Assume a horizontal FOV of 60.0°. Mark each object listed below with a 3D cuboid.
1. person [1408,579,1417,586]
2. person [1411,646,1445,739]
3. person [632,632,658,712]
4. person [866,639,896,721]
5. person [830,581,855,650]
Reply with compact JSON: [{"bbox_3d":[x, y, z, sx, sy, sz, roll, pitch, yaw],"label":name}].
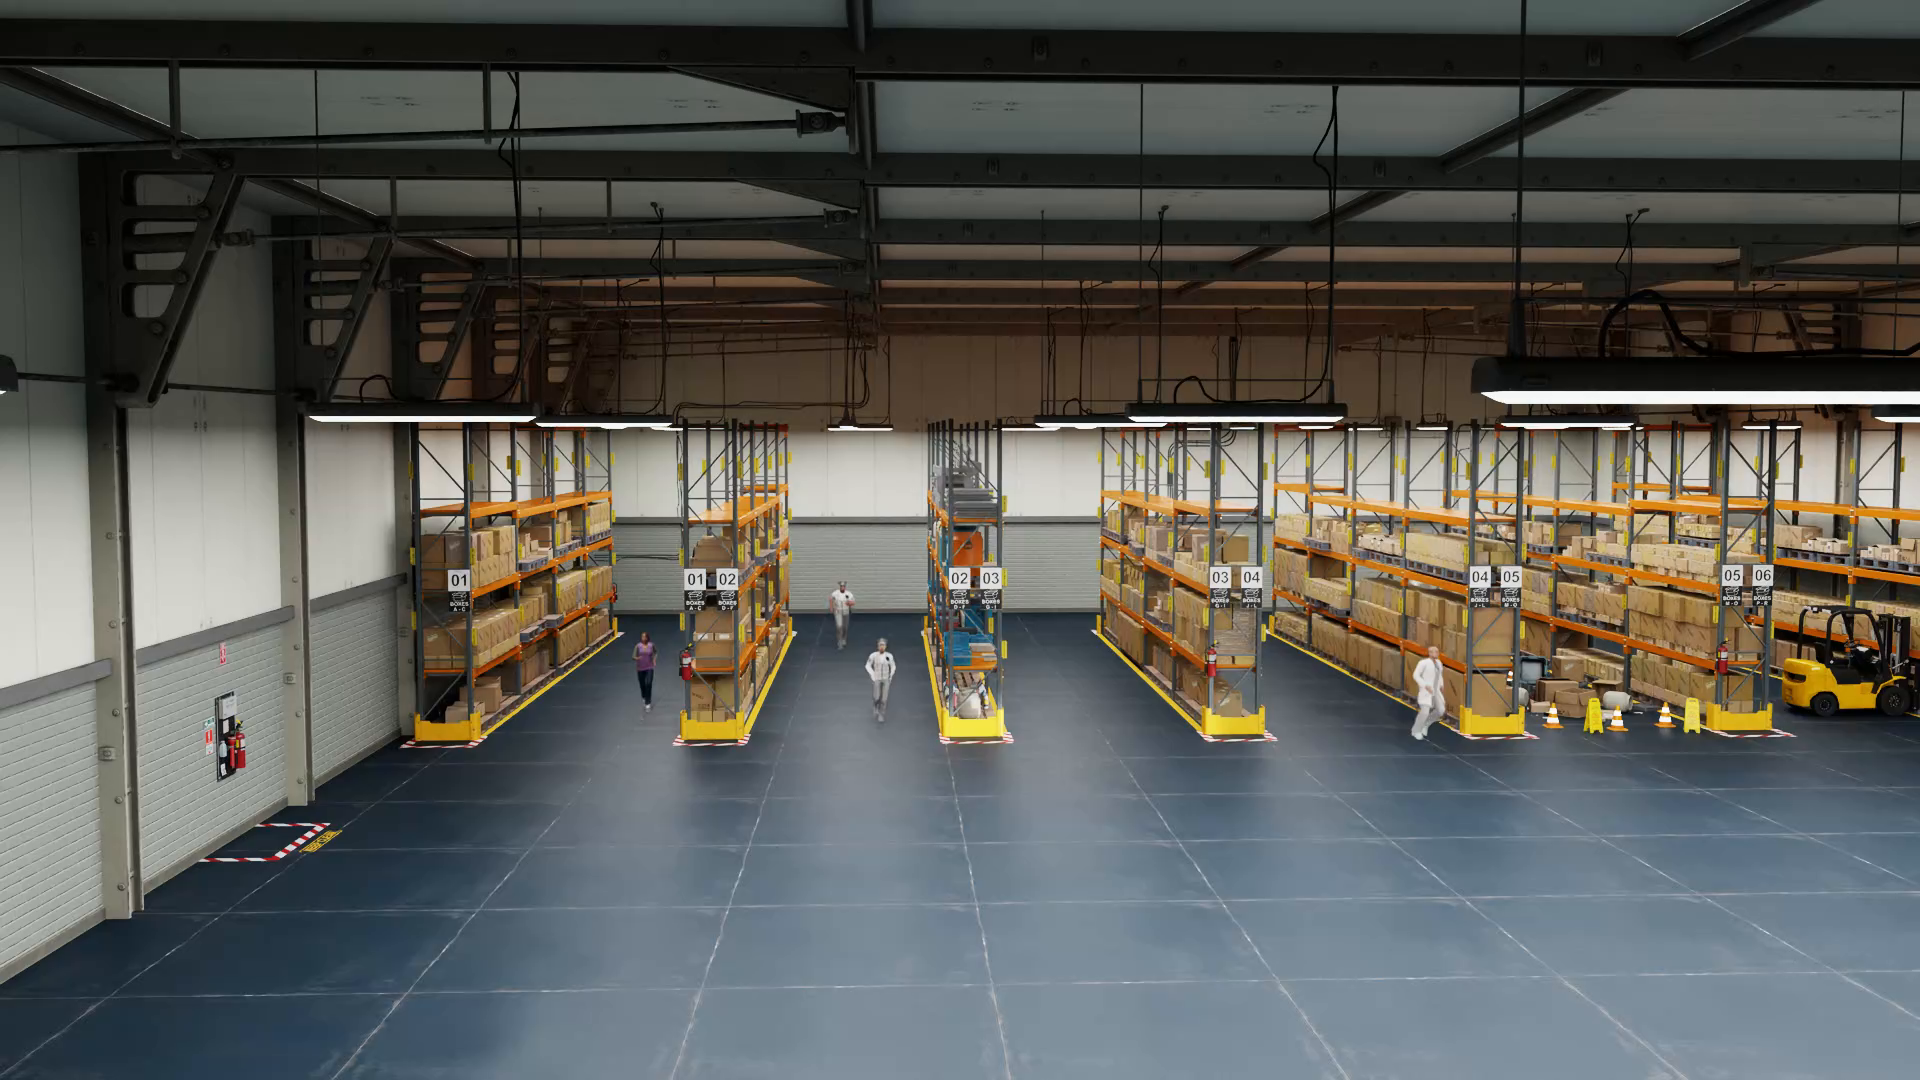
[{"bbox_3d":[13.490,1.773,49.353,0.812,1.677,0.636,0,4,3],"label":"person"},{"bbox_3d":[8.865,2.864,31.252,0.775,1.722,0.582,-2,4,-24],"label":"person"},{"bbox_3d":[-6.513,2.707,34.388,0.531,1.583,0.838,0,4,-7],"label":"person"},{"bbox_3d":[-1.564,2.776,33.086,0.599,1.652,0.539,-1,4,-9],"label":"person"},{"bbox_3d":[-3.140,1.992,44.416,0.634,1.836,0.893,-1,4,-11],"label":"person"}]
